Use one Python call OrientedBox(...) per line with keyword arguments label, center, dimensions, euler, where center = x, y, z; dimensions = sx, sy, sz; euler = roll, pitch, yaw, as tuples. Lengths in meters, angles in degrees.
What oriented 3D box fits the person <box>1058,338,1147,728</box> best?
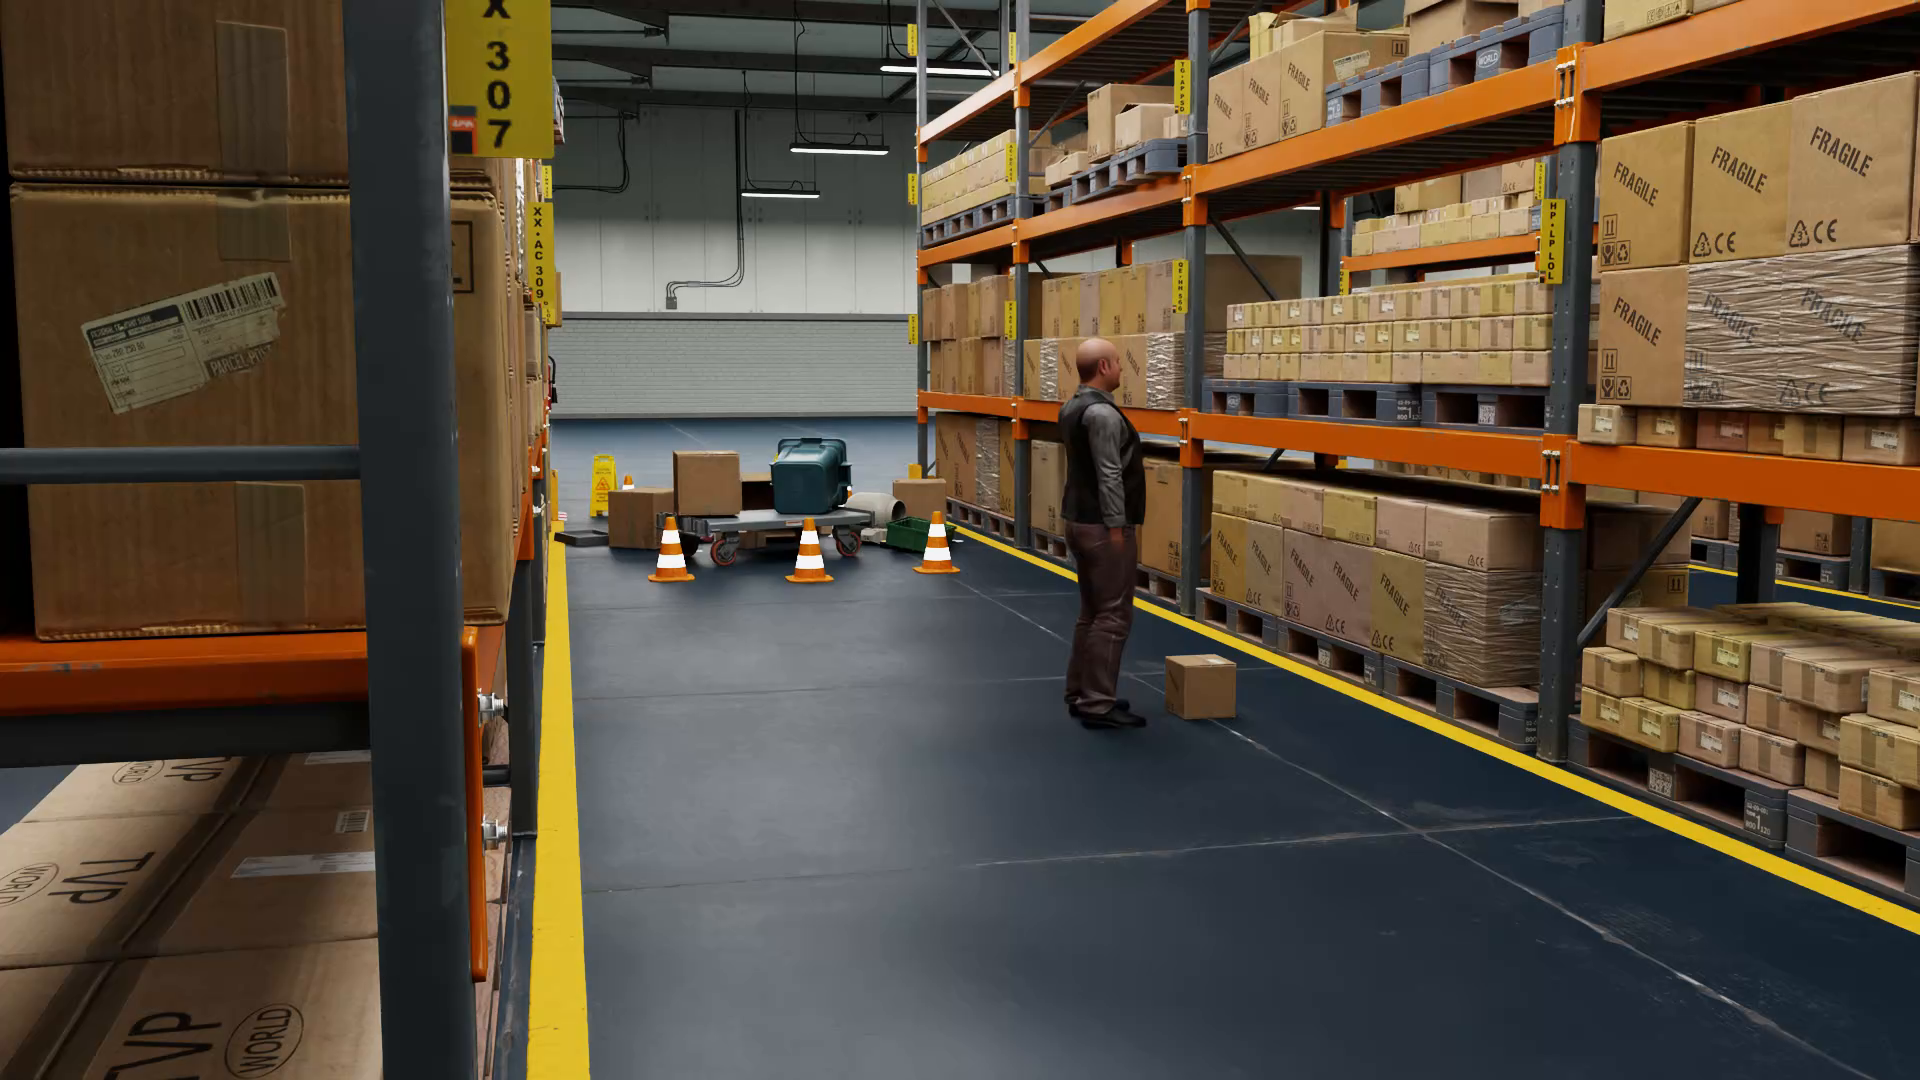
OrientedBox(label="person", center=(0.640, -0.036, 7.482), dimensions=(0.359, 1.731, 0.533), euler=(-1, 6, -12))
